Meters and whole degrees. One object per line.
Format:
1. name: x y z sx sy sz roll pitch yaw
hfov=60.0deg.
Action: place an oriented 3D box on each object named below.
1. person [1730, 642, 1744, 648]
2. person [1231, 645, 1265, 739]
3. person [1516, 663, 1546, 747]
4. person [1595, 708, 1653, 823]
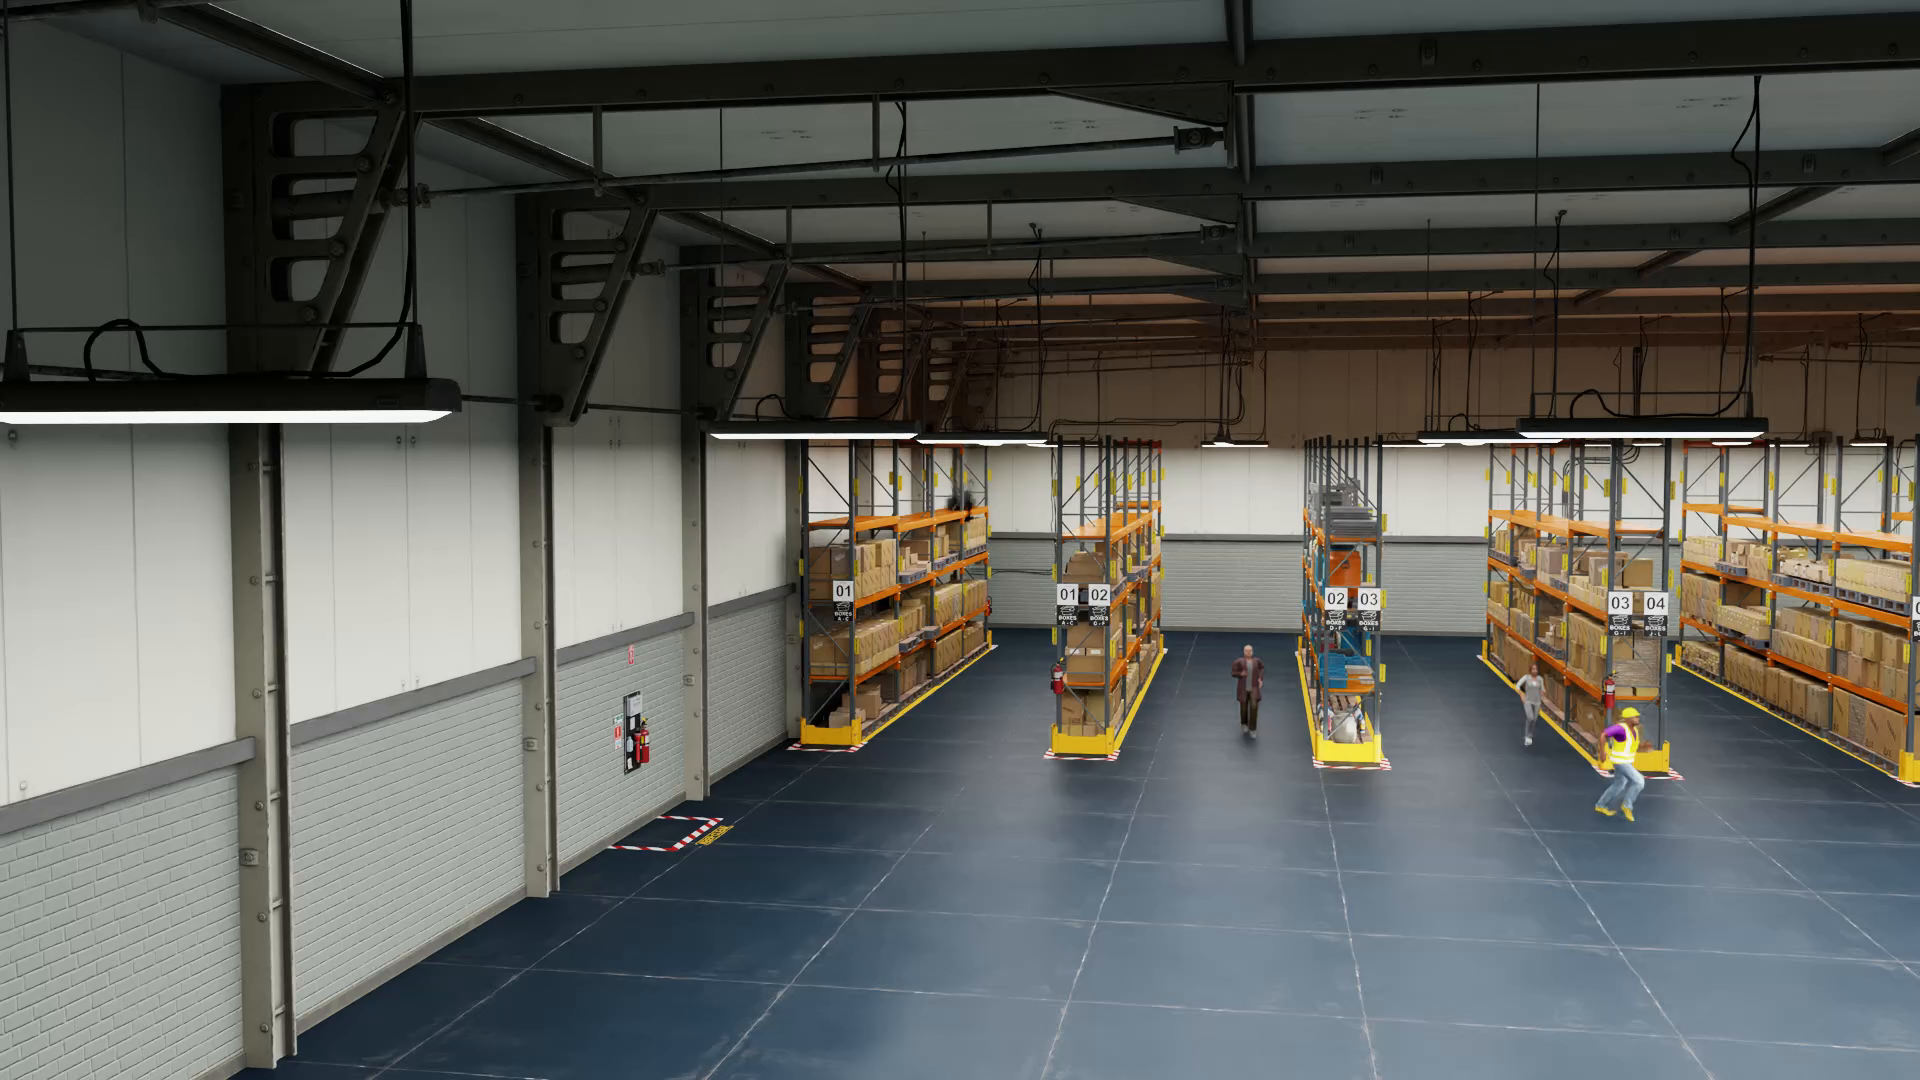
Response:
1. person: 21.418 2.474 45.730 0.483 1.561 0.530 0 3 -2
2. person: 5.760 3.012 33.266 0.690 1.819 0.910 0 3 6
3. person: 11.068 3.187 32.176 0.513 1.610 0.682 0 3 0
4. person: 10.230 3.457 25.655 0.817 1.763 0.732 3 4 43
